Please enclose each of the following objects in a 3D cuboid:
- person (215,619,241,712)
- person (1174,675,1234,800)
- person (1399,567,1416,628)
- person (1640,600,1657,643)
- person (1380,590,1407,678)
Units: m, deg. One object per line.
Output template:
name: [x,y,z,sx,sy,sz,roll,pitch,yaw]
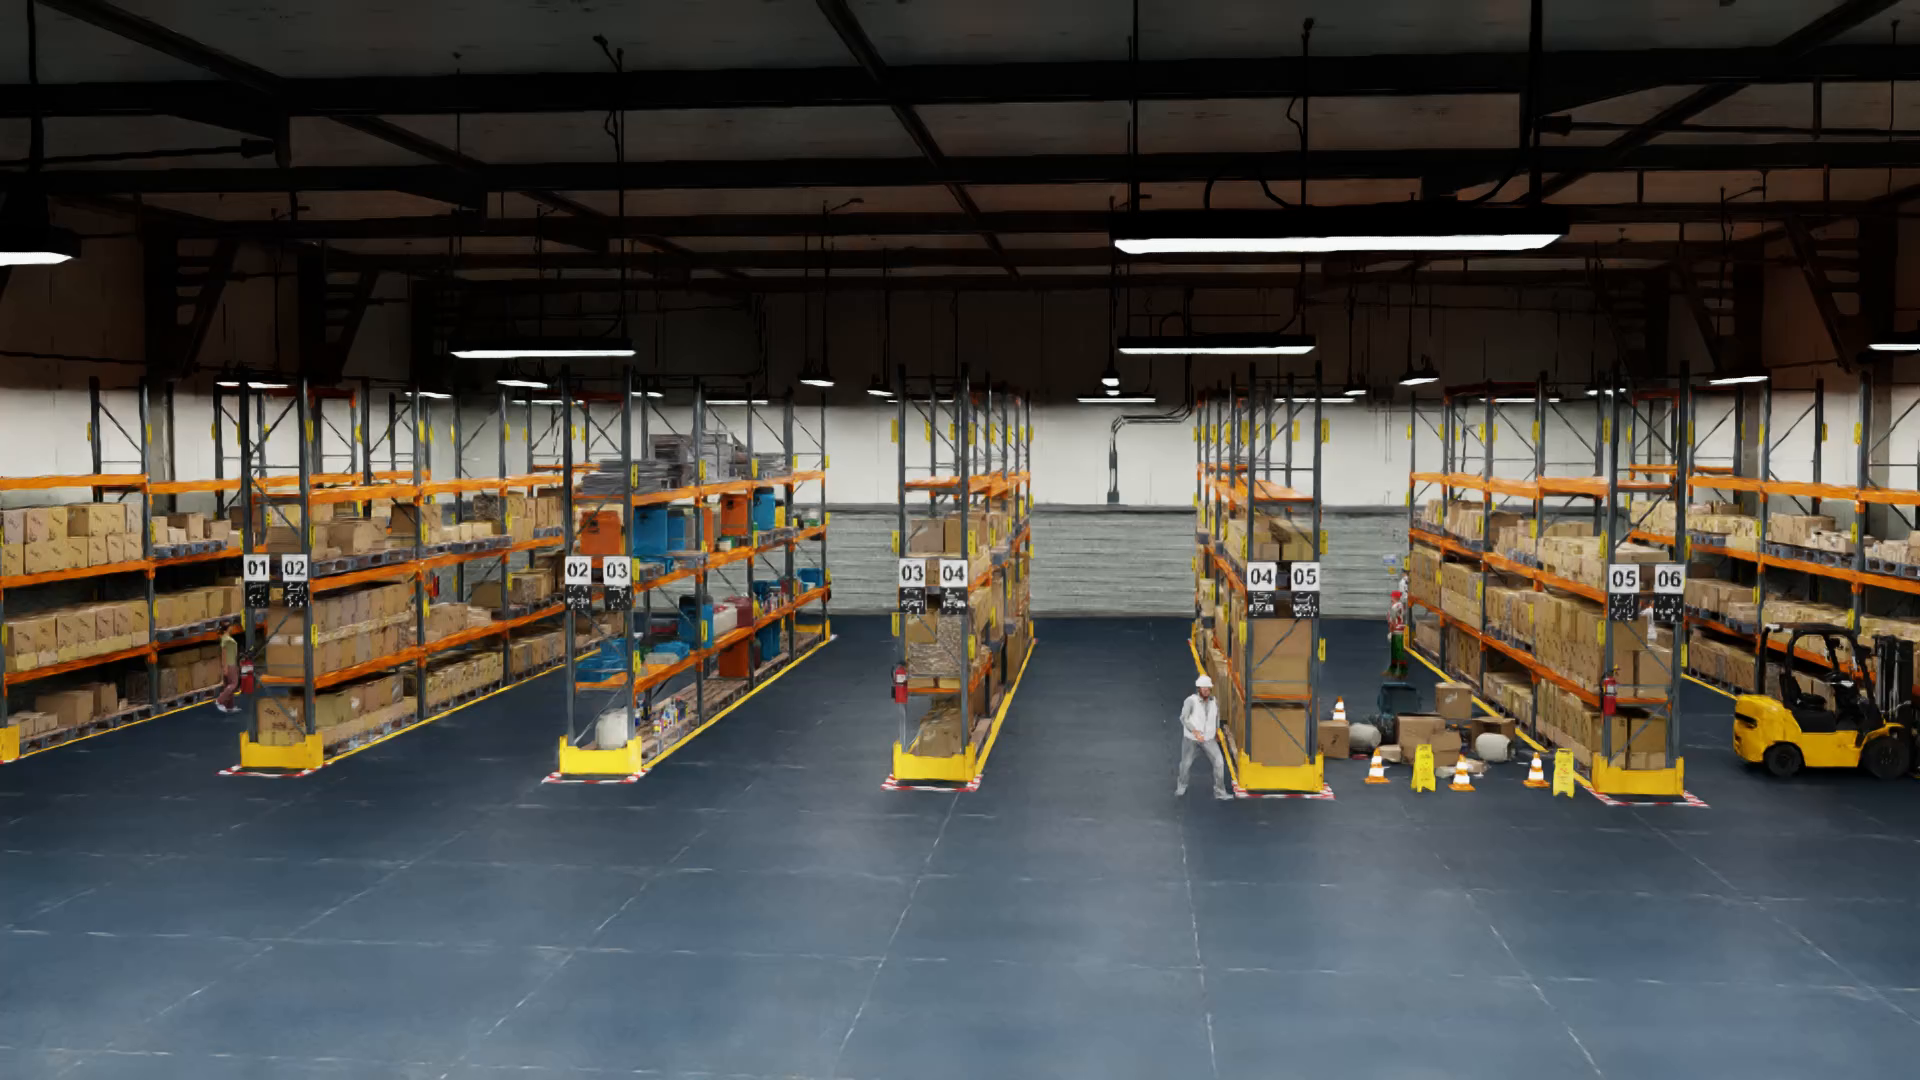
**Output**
person: [-13.122,2.241,29.802,0.413,1.644,0.492,-1,4,-20]
person: [3.306,2.676,22.786,0.688,1.710,0.825,-1,4,-12]
person: [11.195,1.503,41.456,0.442,1.659,0.623,-2,4,-28]
person: [13.753,1.964,33.228,0.441,1.782,0.678,2,4,26]
person: [8.913,1.907,34.138,0.588,1.785,0.663,2,4,25]
